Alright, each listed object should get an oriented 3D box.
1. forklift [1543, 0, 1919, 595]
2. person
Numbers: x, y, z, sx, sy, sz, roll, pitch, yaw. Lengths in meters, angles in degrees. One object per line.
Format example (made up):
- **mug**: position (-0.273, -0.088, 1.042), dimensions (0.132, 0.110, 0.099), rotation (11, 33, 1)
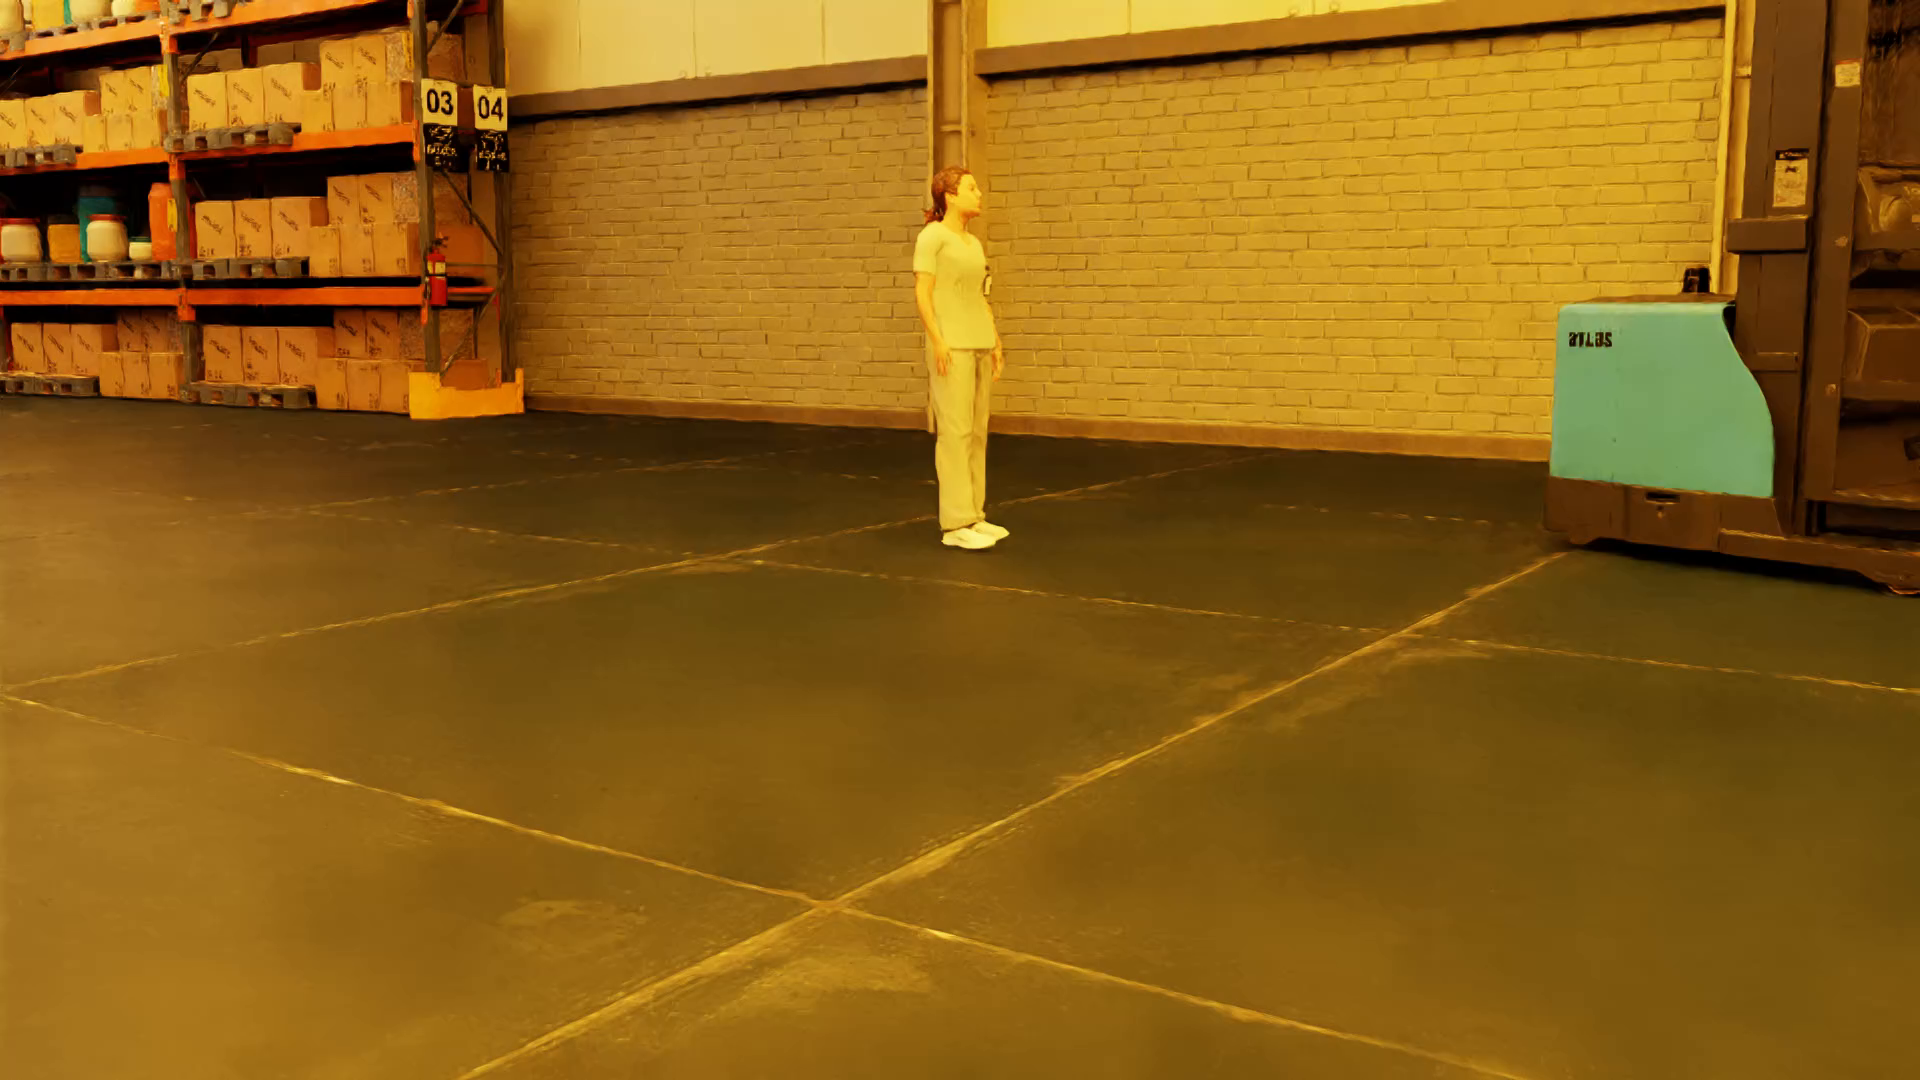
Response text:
- **forklift**: position (3.879, -1.300, 6.337), dimensions (1.130, 2.935, 3.031), rotation (-6, 10, -36)
- **person**: position (0.060, -0.823, 7.429), dimensions (0.532, 1.663, 0.550), rotation (5, 10, 34)
